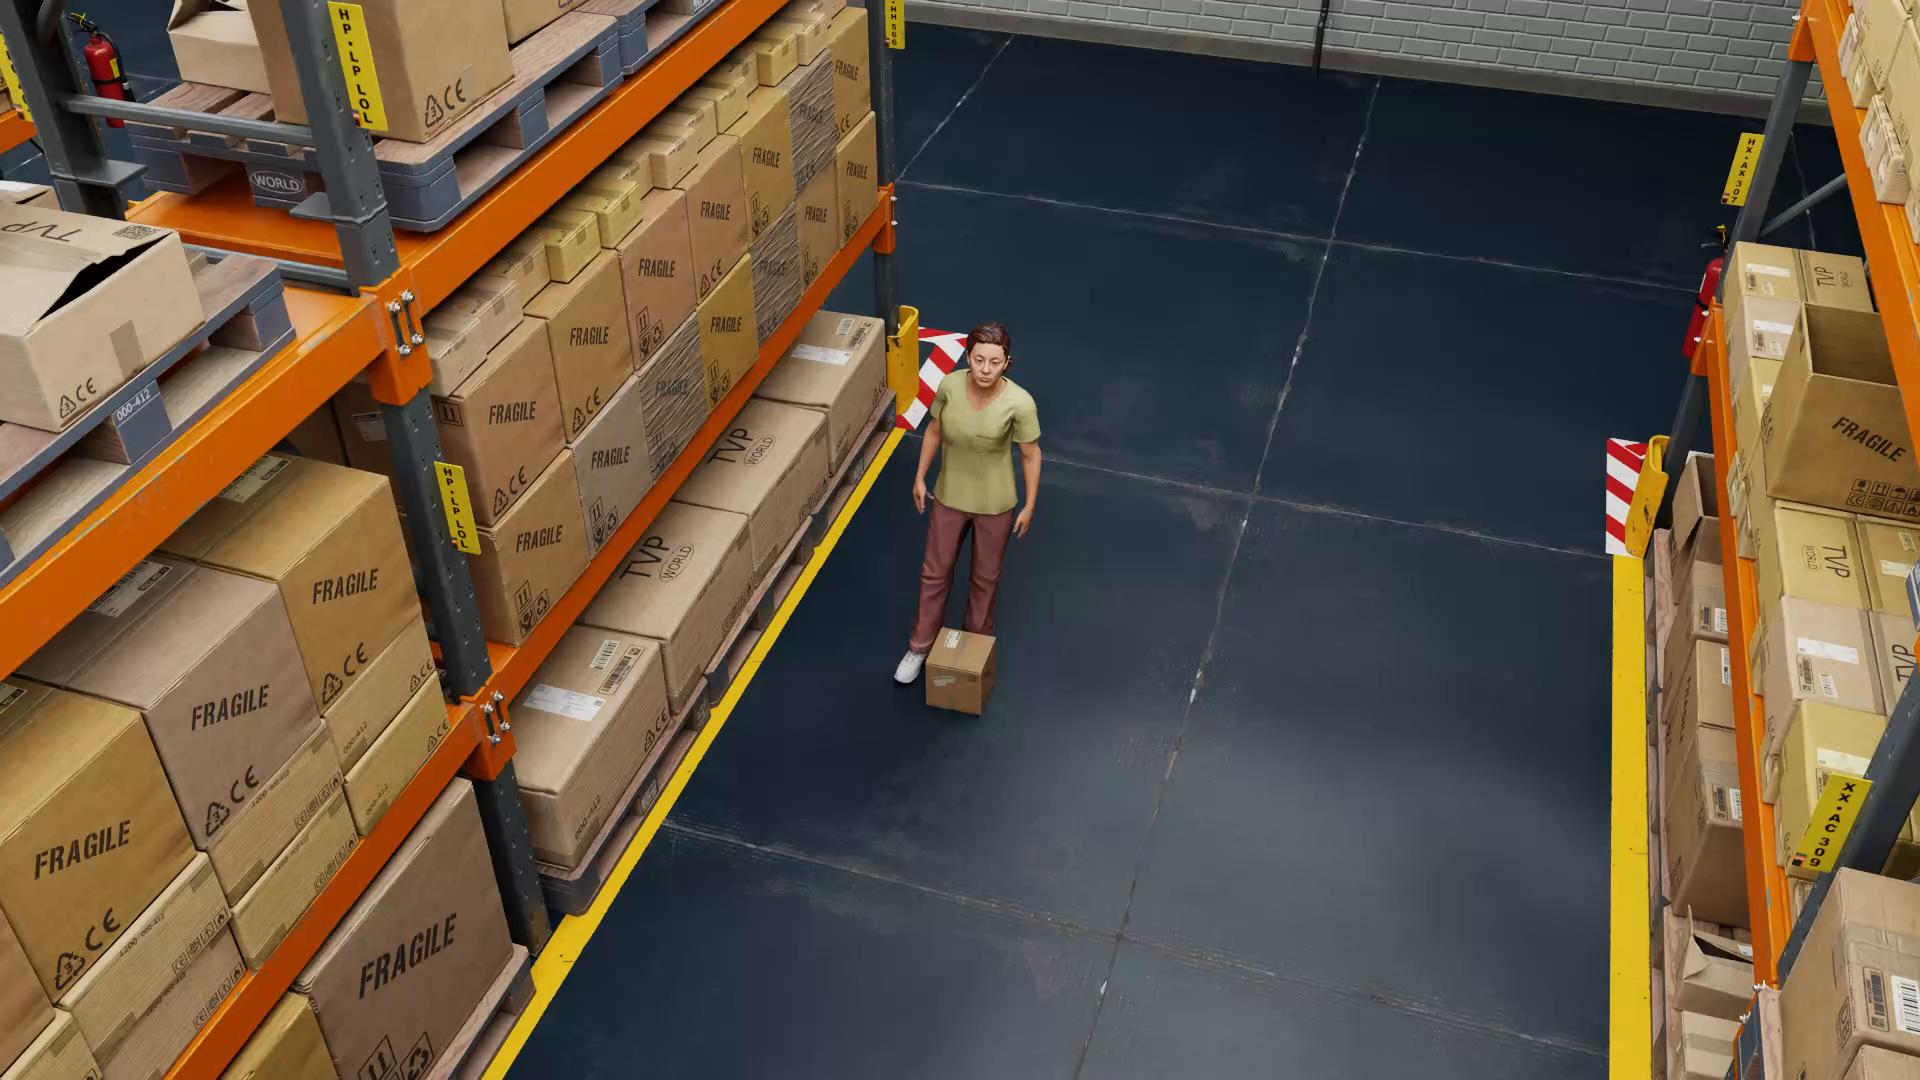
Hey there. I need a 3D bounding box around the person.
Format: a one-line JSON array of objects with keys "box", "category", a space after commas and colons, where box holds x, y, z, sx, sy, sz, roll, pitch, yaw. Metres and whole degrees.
[{"box": [0.038, -0.129, 7.046, 0.552, 1.674, 0.548, 11, 38, 14], "category": "person"}]
